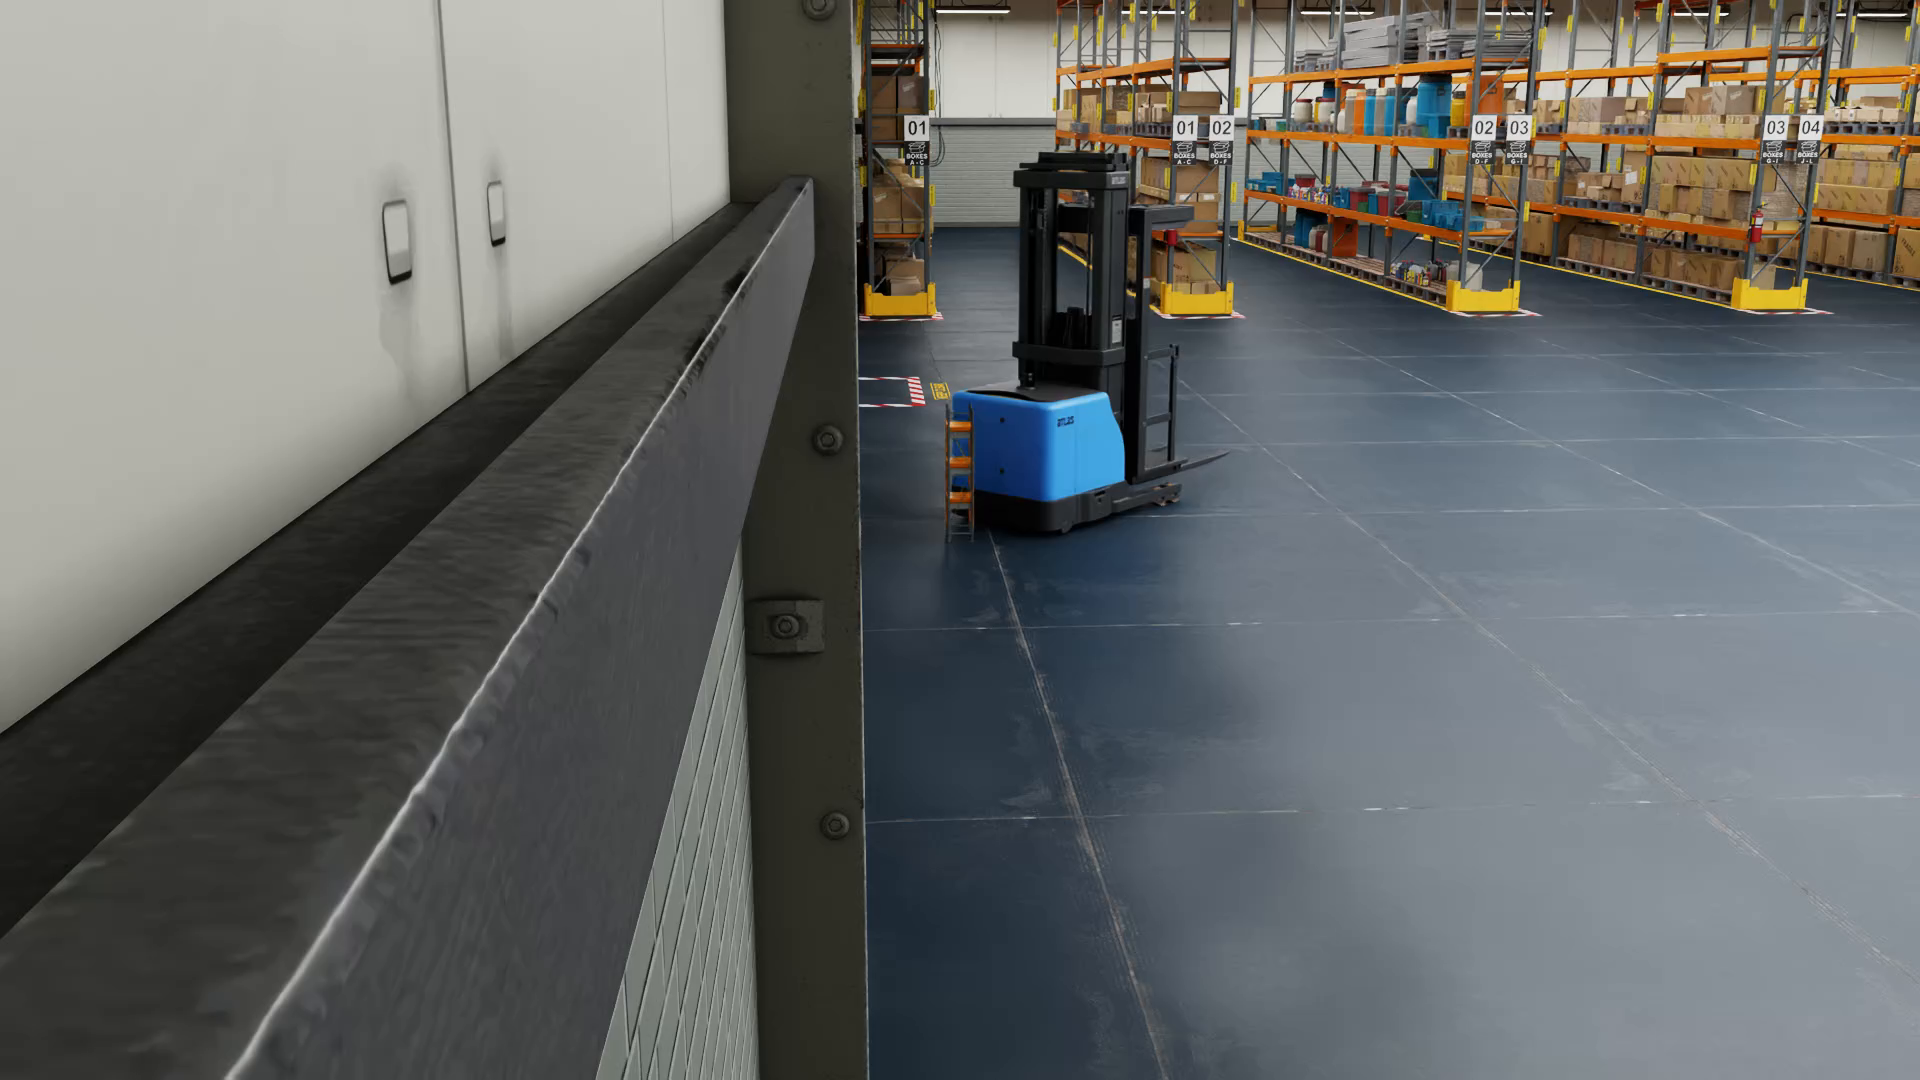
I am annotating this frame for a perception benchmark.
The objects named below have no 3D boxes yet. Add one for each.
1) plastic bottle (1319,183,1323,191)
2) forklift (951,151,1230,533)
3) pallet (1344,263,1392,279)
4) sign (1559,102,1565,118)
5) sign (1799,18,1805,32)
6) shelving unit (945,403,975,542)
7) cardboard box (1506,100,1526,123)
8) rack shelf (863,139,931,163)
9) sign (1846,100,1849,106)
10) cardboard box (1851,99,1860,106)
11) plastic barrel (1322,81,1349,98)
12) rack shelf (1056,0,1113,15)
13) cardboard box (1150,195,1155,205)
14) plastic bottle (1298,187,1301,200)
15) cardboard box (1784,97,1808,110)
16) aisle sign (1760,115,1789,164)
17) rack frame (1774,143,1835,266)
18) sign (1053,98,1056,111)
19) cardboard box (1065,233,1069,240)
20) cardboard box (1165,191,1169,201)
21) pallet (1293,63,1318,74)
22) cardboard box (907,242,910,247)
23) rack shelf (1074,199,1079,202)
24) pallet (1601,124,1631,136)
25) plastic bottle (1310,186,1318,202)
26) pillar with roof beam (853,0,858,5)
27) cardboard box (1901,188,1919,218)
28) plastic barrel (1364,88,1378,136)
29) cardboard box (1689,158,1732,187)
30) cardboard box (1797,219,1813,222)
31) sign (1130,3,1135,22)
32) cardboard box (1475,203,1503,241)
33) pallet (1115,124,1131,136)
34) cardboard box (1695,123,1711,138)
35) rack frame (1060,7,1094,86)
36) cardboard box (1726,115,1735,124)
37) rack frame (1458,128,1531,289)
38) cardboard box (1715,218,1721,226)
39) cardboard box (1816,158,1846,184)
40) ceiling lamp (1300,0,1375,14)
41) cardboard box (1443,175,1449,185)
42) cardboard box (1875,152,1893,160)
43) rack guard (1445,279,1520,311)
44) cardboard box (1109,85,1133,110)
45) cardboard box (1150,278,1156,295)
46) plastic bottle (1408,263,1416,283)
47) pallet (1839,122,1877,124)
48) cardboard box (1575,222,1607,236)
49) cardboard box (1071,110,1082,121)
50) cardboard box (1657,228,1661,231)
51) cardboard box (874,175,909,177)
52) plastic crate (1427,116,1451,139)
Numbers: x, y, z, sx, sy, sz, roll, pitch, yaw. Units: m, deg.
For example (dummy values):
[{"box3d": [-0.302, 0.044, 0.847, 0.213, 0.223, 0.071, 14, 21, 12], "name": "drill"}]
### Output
[{"box3d": [8.386, -8.068, 38.464, 0.144, 0.351, 0.185, -1, 14, -3], "name": "plastic bottle"}, {"box3d": [1.254, -1.777, 14.051, 1.130, 2.935, 3.031, 12, 19, 38], "name": "forklift"}, {"box3d": [8.476, -5.477, 33.889, 1.003, 0.211, 1.213, -1, 14, -3], "name": "pallet"}, {"box3d": [12.783, -9.135, 35.293, 0.100, 0.325, 0.005, -1, 14, -3], "name": "sign"}, {"box3d": [17.753, -10.836, 35.050, 0.100, 0.325, 0.005, -1, 14, -3], "name": "sign"}, {"box3d": [-0.003, -0.522, 12.947, 0.215, 1.050, 0.252, -1, 14, -3], "name": "shelving unit"}, {"box3d": [13.136, -9.955, 38.634, 0.700, 0.500, 0.500, -1, 14, -2], "name": "cardboard box"}, {"box3d": [-1.122, -6.782, 28.791, 1.077, 0.370, 4.000, -1, 14, -3], "name": "rack shelf"}, {"box3d": [23.275, -11.390, 43.638, 0.100, 0.325, 0.005, -1, 14, -3], "name": "sign"}, {"box3d": [22.708, -10.791, 41.685, 0.500, 0.500, 0.500, -1, 14, -2], "name": "cardboard box"}, {"box3d": [8.405, -9.795, 37.206, 0.600, 0.901, 0.708, -1, 14, -3], "name": "plastic barrel"}, {"box3d": [3.078, -12.906, 39.903, 1.077, 0.370, 4.000, -1, 14, -3], "name": "rack shelf"}, {"box3d": [3.798, -5.935, 29.873, 0.700, 0.500, 0.500, -1, 14, -3], "name": "cardboard box"}, {"box3d": [7.798, -7.943, 38.111, 0.061, 0.283, 0.133, -1, 14, -3], "name": "plastic bottle"}, {"box3d": [18.010, -9.419, 35.860, 0.396, 0.266, 0.258, -1, 14, -3], "name": "cardboard box"}, {"box3d": [13.538, -6.649, 27.631, 0.394, 0.787, 0.004, -1, 14, -3], "name": "aisle sign"}, {"box3d": [18.294, -7.451, 35.966, 1.000, 3.000, 0.127, -1, 14, -3], "name": "rack frame"}, {"box3d": [2.413, -11.105, 42.393, 0.100, 0.325, 0.005, -1, 14, -3], "name": "sign"}, {"box3d": [2.837, -7.477, 40.580, 0.500, 0.311, 0.500, -1, 14, -3], "name": "cardboard box"}, {"box3d": [3.698, -5.841, 28.207, 0.380, 0.149, 0.250, -1, 14, -4], "name": "cardboard box"}, {"box3d": [8.228, -10.733, 37.863, 1.003, 0.211, 1.213, -1, 14, -3], "name": "pallet"}, {"box3d": [-1.397, -5.994, 34.438, 0.700, 0.500, 0.500, -1, 14, -3], "name": "cardboard box"}, {"box3d": [3.326, -7.397, 37.198, 1.077, 0.370, 4.000, -1, 14, -3], "name": "rack shelf"}, {"box3d": [13.586, -8.180, 33.155, 1.213, 0.211, 1.003, -1, 14, -3], "name": "pallet"}, {"box3d": [7.904, -7.718, 37.101, 0.144, 0.351, 0.185, -1, 14, -3], "name": "plastic bottle"}, {"box3d": [1.277, -12.790, 44.676, 9.100, 9.000, 0.548, -1, 14, -3], "name": "pillar with roof beam"}, {"box3d": [18.577, -6.437, 31.725, 0.875, 0.550, 0.550, -1, 14, -3], "name": "cardboard box"}, {"box3d": [8.313, -8.472, 32.909, 0.600, 0.901, 0.708, -1, 14, -3], "name": "plastic barrel"}, {"box3d": [13.465, -6.593, 29.826, 0.500, 0.500, 0.500, -1, 14, -3], "name": "cardboard box"}, {"box3d": [18.493, -6.982, 36.813, 0.500, 0.250, 0.500, -2, 15, -6], "name": "cardboard box"}, {"box3d": [3.157, -9.638, 30.391, 0.100, 0.325, 0.005, -1, 14, -3], "name": "sign"}, {"box3d": [13.129, -7.734, 40.488, 0.875, 0.875, 0.875, -1, 14, -3], "name": "cardboard box"}, {"box3d": [3.654, -8.163, 33.094, 1.003, 0.211, 1.213, 0, 14, -1], "name": "pallet"}, {"box3d": [13.456, -7.283, 29.593, 0.500, 0.250, 0.500, -1, 14, -4], "name": "cardboard box"}, {"box3d": [2.951, -12.143, 42.160, 0.949, 2.616, 0.053, -1, 14, -3], "name": "rack frame"}, {"box3d": [13.440, -7.242, 28.636, 0.380, 0.149, 0.250, -1, 14, -3], "name": "cardboard box"}, {"box3d": [8.890, -5.334, 27.736, 1.000, 3.000, 0.127, -1, 14, -3], "name": "rack frame"}, {"box3d": [13.554, -5.605, 29.295, 0.380, 0.149, 0.250, -1, 14, -3], "name": "cardboard box"}, {"box3d": [18.345, -7.746, 34.906, 0.700, 0.500, 0.500, -1, 14, -4], "name": "cardboard box"}, {"box3d": [10.246, -15.751, 44.472, 2.000, 3.185, 0.800, -1, 14, -3], "name": "ceiling lamp"}, {"box3d": [12.641, -9.208, 42.498, 0.500, 0.250, 0.500, -1, 14, -4], "name": "cardboard box"}, {"box3d": [22.676, -9.193, 40.529, 0.500, 0.500, 0.500, -1, 14, -4], "name": "cardboard box"}, {"box3d": [8.838, -4.141, 28.118, 1.175, 0.500, 0.348, -1, 14, -3], "name": "rack guard"}, {"box3d": [3.429, -9.342, 35.086, 0.500, 0.500, 0.500, -1, 14, -3], "name": "cardboard box"}, {"box3d": [3.575, -4.383, 28.716, 0.500, 0.250, 0.500, -1, 14, -3], "name": "cardboard box"}, {"box3d": [8.316, -4.899, 30.479, 0.144, 0.351, 0.185, -1, 14, -4], "name": "plastic bottle"}, {"box3d": [22.868, -10.463, 41.832, 1.003, 0.211, 1.213, -1, 14, -3], "name": "pallet"}, {"box3d": [13.409, -6.599, 35.283, 0.500, 0.250, 0.500, 0, 14, -1], "name": "cardboard box"}, {"box3d": [2.901, -9.981, 39.078, 0.500, 0.250, 0.500, -1, 14, -3], "name": "cardboard box"}, {"box3d": [17.697, -7.813, 41.656, 0.380, 0.149, 0.250, -2, 15, -6], "name": "cardboard box"}, {"box3d": [-1.355, -7.005, 33.150, 0.700, 0.500, 0.500, -1, 14, -3], "name": "cardboard box"}, {"box3d": [8.471, -7.248, 29.189, 0.392, 0.384, 0.575, -1, 14, -3], "name": "plastic crate"}]
